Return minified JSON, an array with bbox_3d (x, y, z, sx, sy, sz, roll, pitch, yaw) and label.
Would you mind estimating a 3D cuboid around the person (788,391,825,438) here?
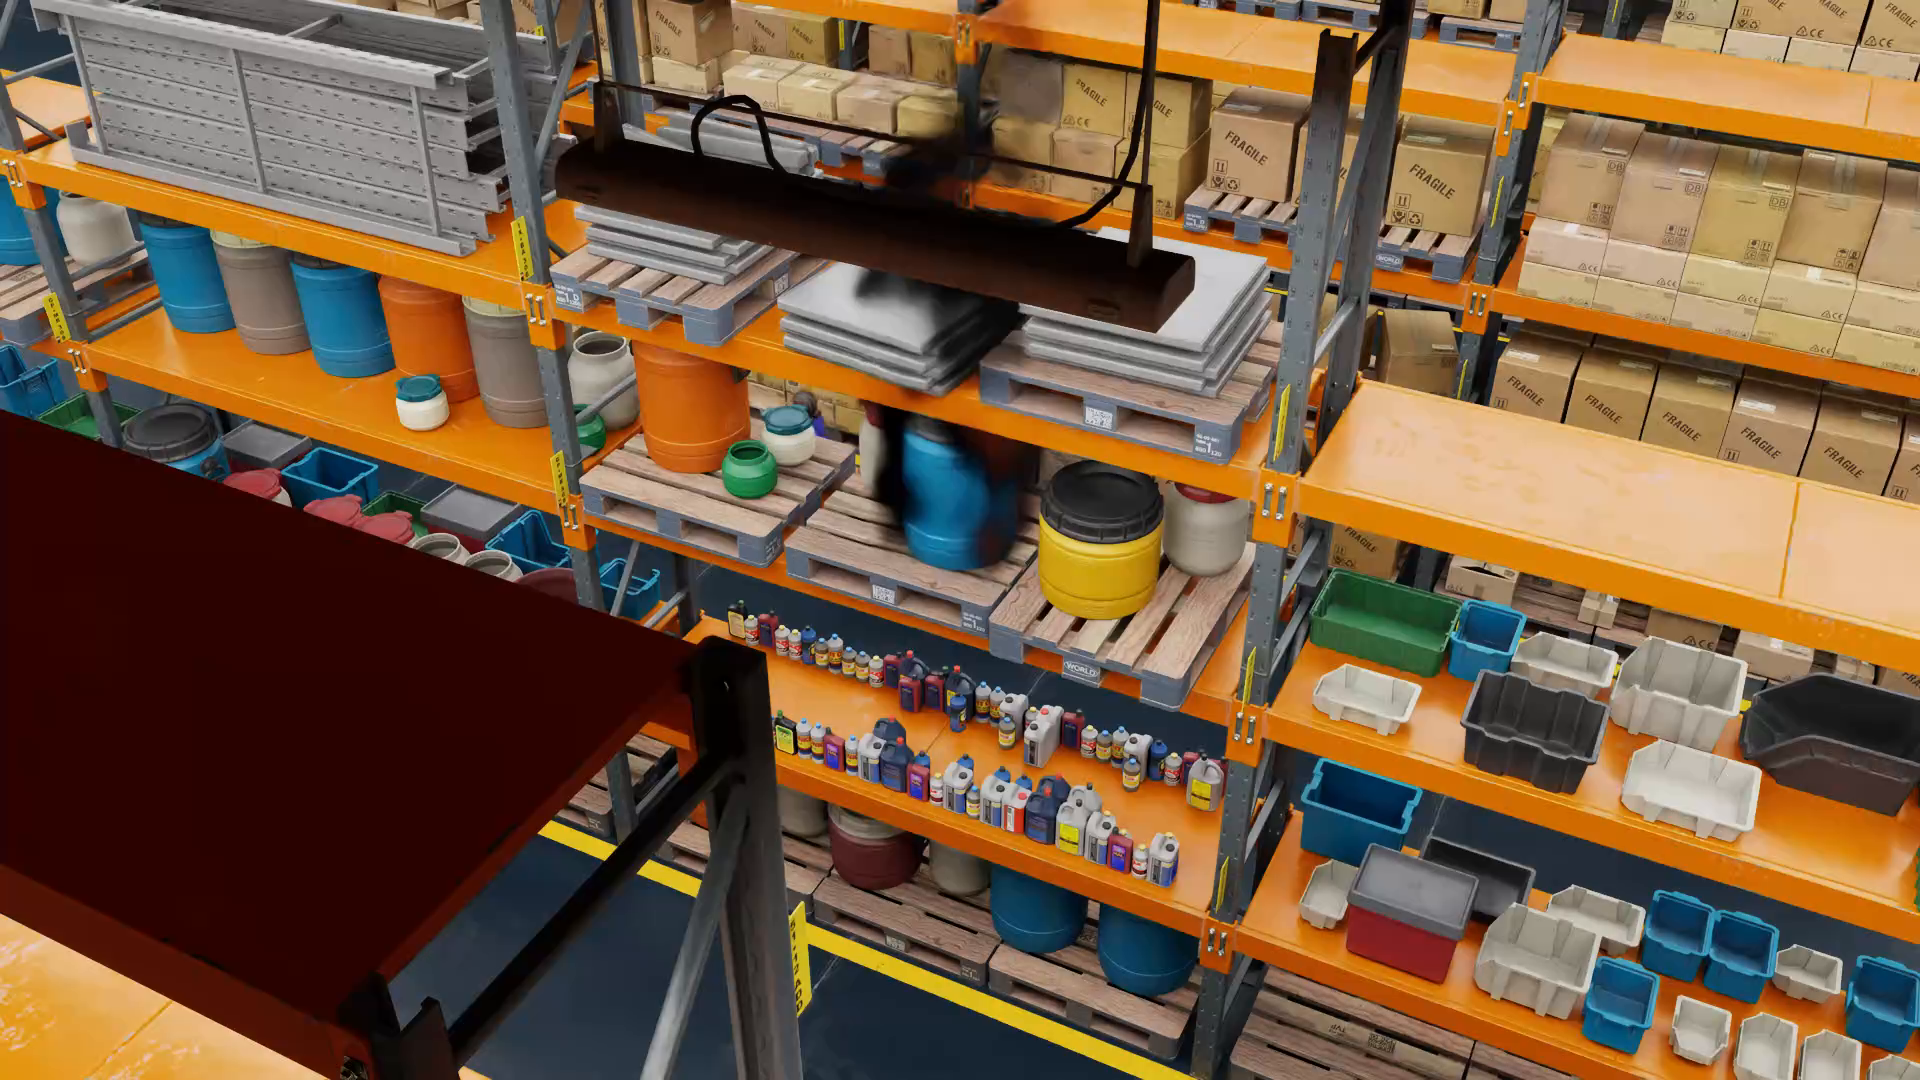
[{"bbox_3d":[-1.141,-0.364,12.421,0.861,1.702,0.569,12,37,16],"label":"person"}]
